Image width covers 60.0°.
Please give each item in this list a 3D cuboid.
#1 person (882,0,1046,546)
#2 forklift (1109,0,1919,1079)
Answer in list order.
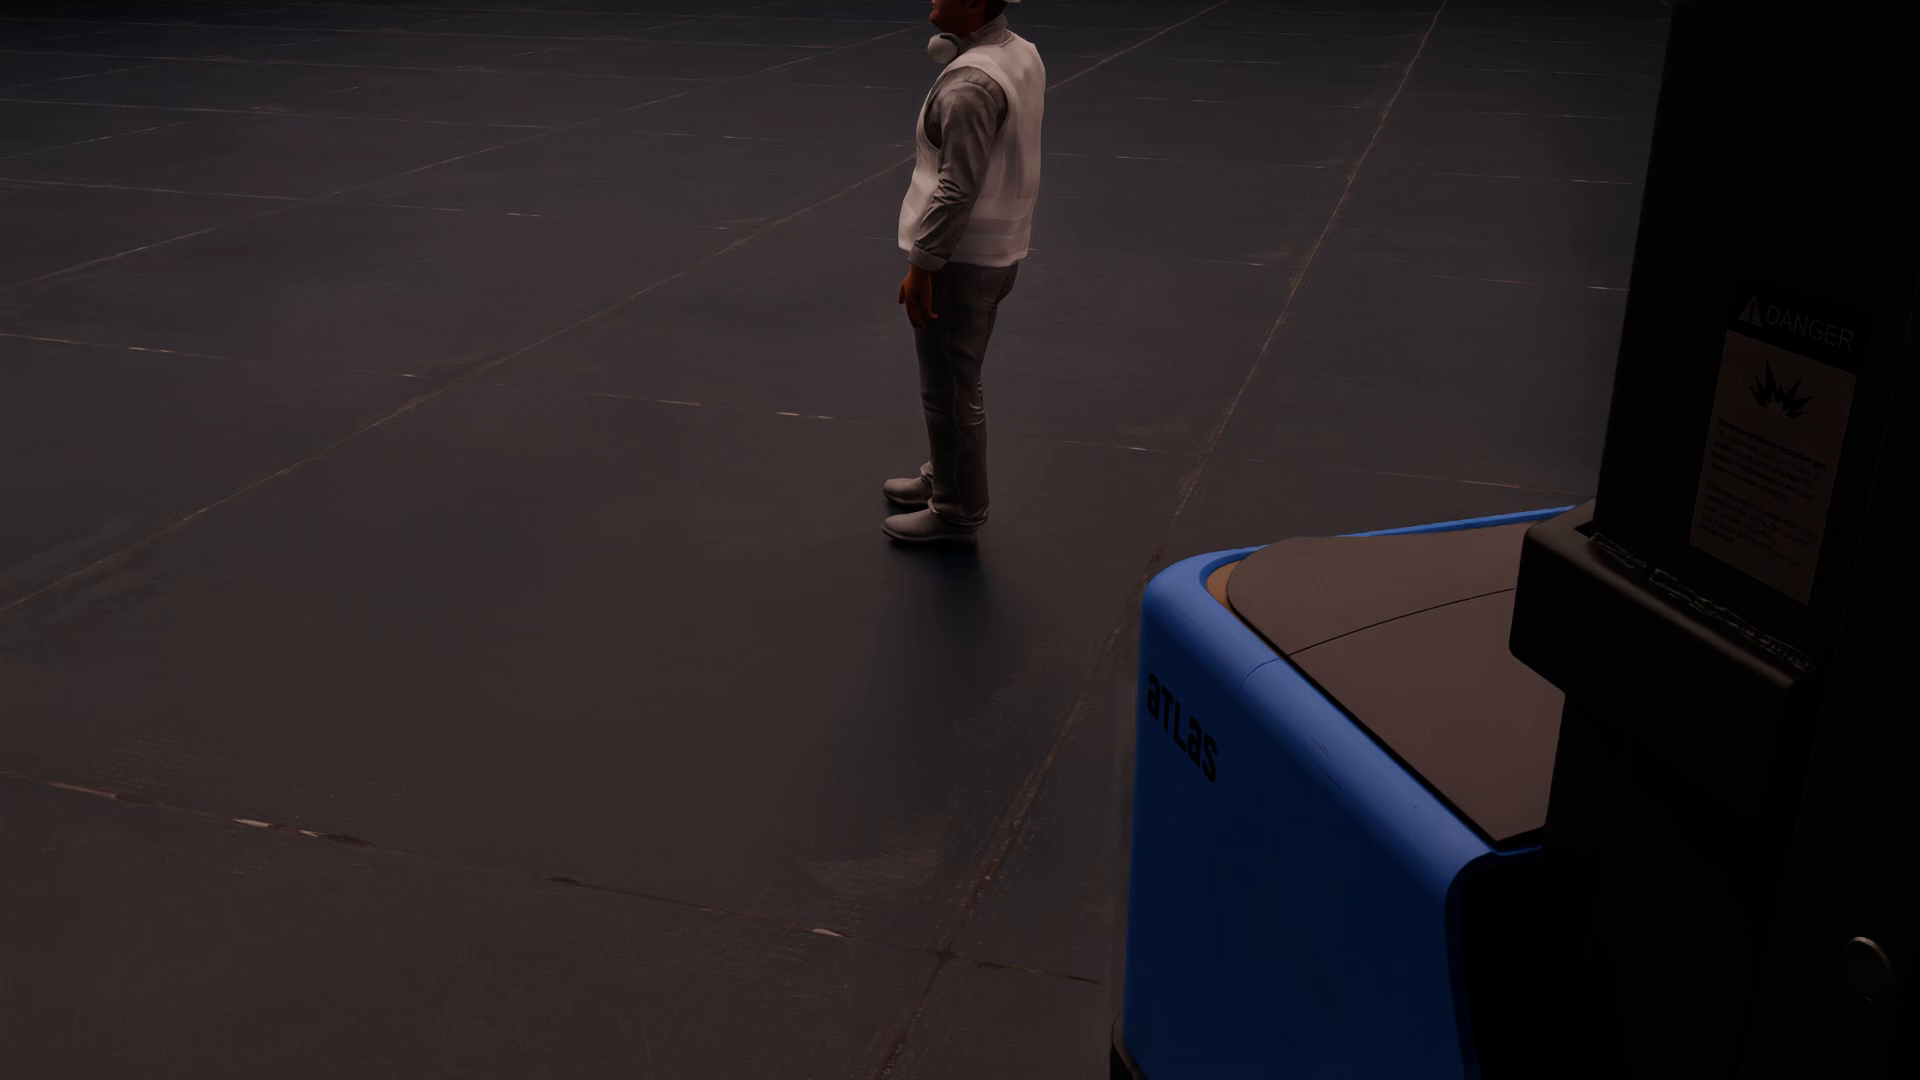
[{"bbox_3d":[-0.056,-0.837,4.804,0.568,1.773,0.632,7,23,16],"label":"person"},{"bbox_3d":[1.160,0.142,0.937,1.130,2.935,3.031,-7,23,-16],"label":"forklift"}]
